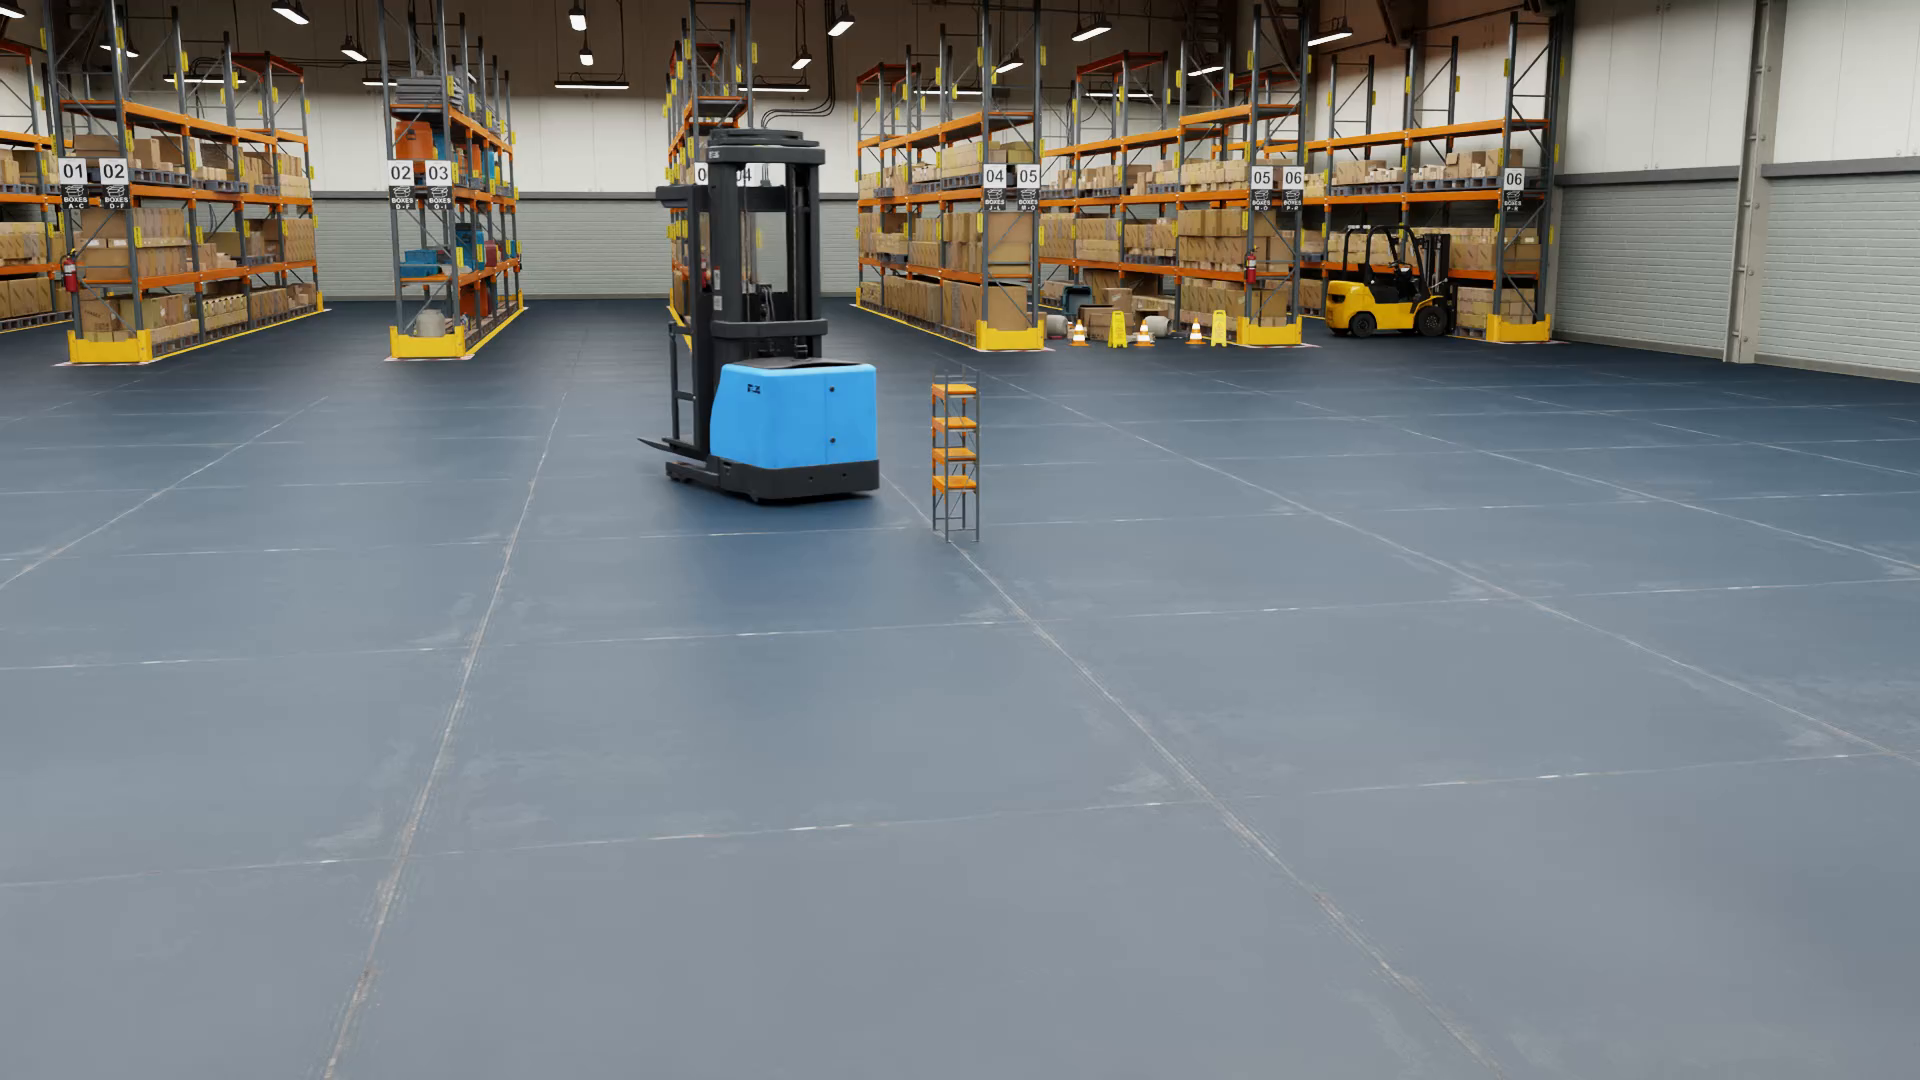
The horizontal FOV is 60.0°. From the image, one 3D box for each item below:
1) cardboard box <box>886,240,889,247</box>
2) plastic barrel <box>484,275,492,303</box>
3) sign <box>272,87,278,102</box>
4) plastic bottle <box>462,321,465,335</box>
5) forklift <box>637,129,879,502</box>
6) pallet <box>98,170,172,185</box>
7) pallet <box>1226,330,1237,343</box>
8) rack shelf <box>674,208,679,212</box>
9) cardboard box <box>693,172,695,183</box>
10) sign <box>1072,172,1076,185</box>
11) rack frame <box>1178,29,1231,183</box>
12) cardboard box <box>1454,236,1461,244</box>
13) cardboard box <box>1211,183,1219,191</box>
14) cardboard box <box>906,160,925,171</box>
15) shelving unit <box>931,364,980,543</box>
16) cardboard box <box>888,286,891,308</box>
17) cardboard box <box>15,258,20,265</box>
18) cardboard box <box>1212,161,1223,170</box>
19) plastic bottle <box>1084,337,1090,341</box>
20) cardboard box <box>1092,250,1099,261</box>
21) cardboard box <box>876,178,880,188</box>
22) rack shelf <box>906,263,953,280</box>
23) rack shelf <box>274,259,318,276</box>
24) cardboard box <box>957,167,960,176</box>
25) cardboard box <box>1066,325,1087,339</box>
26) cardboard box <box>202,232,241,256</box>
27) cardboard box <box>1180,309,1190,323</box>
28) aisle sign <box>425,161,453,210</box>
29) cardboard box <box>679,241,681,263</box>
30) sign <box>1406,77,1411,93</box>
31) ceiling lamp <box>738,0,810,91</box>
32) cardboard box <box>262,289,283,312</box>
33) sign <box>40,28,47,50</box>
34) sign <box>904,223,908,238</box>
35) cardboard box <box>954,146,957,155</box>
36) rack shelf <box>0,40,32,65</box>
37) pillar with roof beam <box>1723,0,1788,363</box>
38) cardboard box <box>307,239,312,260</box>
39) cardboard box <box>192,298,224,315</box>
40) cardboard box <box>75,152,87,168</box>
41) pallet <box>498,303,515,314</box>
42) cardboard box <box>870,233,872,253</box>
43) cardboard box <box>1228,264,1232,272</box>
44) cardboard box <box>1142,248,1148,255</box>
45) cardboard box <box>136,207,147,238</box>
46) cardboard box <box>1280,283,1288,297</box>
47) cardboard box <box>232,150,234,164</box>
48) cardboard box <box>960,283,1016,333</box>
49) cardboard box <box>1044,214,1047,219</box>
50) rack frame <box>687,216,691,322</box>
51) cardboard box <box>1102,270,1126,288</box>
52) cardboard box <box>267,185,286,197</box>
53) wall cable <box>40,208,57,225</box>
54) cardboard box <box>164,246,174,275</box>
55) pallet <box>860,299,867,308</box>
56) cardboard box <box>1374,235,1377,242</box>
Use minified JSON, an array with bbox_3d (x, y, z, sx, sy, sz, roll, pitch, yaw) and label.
[{"bbox_3d":[-1.513,-6.943,38.905,0.380,0.149,0.250,-2,11,-12],"label":"cardboard box"},{"bbox_3d":[-10.961,-5.693,38.073,0.600,0.901,0.708,-2,11,-11],"label":"plastic barrel"},{"bbox_3d":[-15.504,-10.073,37.632,0.100,0.325,0.005,-2,11,-11],"label":"sign"},{"bbox_3d":[-8.968,-3.829,29.913,0.097,0.271,0.097,0,11,0],"label":"plastic bottle"},{"bbox_3d":[-1.890,-1.968,14.196,1.130,2.935,3.031,-7,13,-33],"label":"forklift"},{"bbox_3d":[-14.066,-6.152,28.212,1.003,0.211,1.213,-2,11,-11],"label":"pallet"},{"bbox_3d":[5.587,-3.882,31.526,1.003,0.211,1.213,-2,11,-11],"label":"pallet"},{"bbox_3d":[-5.941,-7.681,37.932,1.077,0.370,4.000,-2,11,-11],"label":"rack shelf"},{"bbox_3d":[-4.339,-6.206,28.658,0.500,0.250,0.500,-2,11,-10],"label":"cardboard box"},{"bbox_3d":[2.847,-9.034,41.522,0.100,0.325,0.005,-2,11,-11],"label":"sign"},{"bbox_3d":[4.947,-8.768,33.696,1.000,3.000,0.127,-2,11,-11],"label":"rack frame"},{"bbox_3d":[9.977,-5.924,32.796,0.380,0.149,0.250,-2,11,-11],"label":"cardboard box"},{"bbox_3d":[5.039,-6.773,31.907,0.380,0.149,0.250,-2,11,-12],"label":"cardboard box"},{"bbox_3d":[-1.000,-8.319,37.047,0.396,0.266,0.258,-2,11,-11],"label":"cardboard box"},{"bbox_3d":[-0.032,-0.620,11.744,0.258,1.200,0.503,-2,11,-11],"label":"shelving unit"},{"bbox_3d":[-1.457,-5.826,39.845,0.500,0.500,0.500,-2,11,-8],"label":"cardboard box"},{"bbox_3d":[-20.318,-5.938,35.492,0.380,0.149,0.250,-2,11,-9],"label":"cardboard box"},{"bbox_3d":[5.038,-7.160,31.812,0.380,0.149,0.250,-2,11,-10],"label":"cardboard box"},{"bbox_3d":[2.358,-3.849,31.757,0.133,0.061,0.283,-6,13,-31],"label":"plastic bottle"},{"bbox_3d":[3.492,-6.843,40.026,0.500,0.250,0.500,-2,11,-12],"label":"cardboard box"},{"bbox_3d":[-1.784,-8.810,41.005,0.500,0.250,0.500,-3,11,-14],"label":"cardboard box"},{"bbox_3d":[-0.278,-5.636,35.208,1.077,0.370,4.000,-2,11,-11],"label":"rack shelf"},{"bbox_3d":[-16.437,-6.582,40.177,1.077,0.370,4.000,-2,11,-11],"label":"rack shelf"},{"bbox_3d":[0.144,-6.870,31.027,0.380,0.149,0.250,-2,11,-10],"label":"cardboard box"},{"bbox_3d":[2.252,-4.031,32.165,0.396,0.266,0.258,0,11,-1],"label":"cardboard box"},{"bbox_3d":[-15.503,-6.201,34.865,0.700,0.500,0.500,-6,12,-30],"label":"cardboard box"},{"bbox_3d":[4.797,-4.558,33.854,0.500,0.250,0.500,-3,11,-14],"label":"cardboard box"},{"bbox_3d":[-8.553,-5.821,27.306,0.394,0.787,0.004,-2,11,-11],"label":"aisle sign"},{"bbox_3d":[-6.086,-6.512,37.618,0.500,0.500,0.500,-2,11,-13],"label":"cardboard box"},{"bbox_3d":[9.285,-9.425,34.438,0.100,0.325,0.005,-2,11,-11],"label":"sign"},{"bbox_3d":[-5.143,-14.060,45.891,2.000,3.185,0.800,-2,11,-11],"label":"ceiling lamp"},{"bbox_3d":[-15.583,-5.385,37.477,0.500,0.500,0.500,-2,11,-11],"label":"cardboard box"},{"bbox_3d":[-14.249,-7.795,25.874,0.100,0.325,0.005,-2,11,-11],"label":"sign"},{"bbox_3d":[-1.197,-6.864,36.854,0.100,0.325,0.005,-2,11,-11],"label":"sign"},{"bbox_3d":[0.097,-7.307,31.192,0.380,0.149,0.250,-2,11,-11],"label":"cardboard box"},{"bbox_3d":[-20.517,-10.247,34.501,1.077,0.370,4.000,-2,11,-11],"label":"rack shelf"},{"bbox_3d":[8.286,-7.119,25.032,9.100,9.000,0.400,-2,11,-11],"label":"pillar with roof beam"},{"bbox_3d":[-16.367,-7.184,41.149,0.500,0.500,0.500,-2,11,-11],"label":"cardboard box"},{"bbox_3d":[-14.522,-4.504,32.067,0.500,0.311,0.500,-2,11,-13],"label":"cardboard box"},{"bbox_3d":[-14.196,-6.244,27.360,0.500,0.250,0.500,-2,11,-11],"label":"cardboard box"},{"bbox_3d":[-11.610,-5.735,41.266,1.003,0.211,1.213,-2,11,-11],"label":"pallet"},{"bbox_3d":[-2.011,-7.550,42.277,0.500,0.500,0.500,-2,11,-11],"label":"cardboard box"},{"bbox_3d":[5.255,-5.115,31.219,0.380,0.149,0.250,-2,11,-12],"label":"cardboard box"},{"bbox_3d":[4.237,-6.374,36.709,0.380,0.149,0.250,-1,11,-8],"label":"cardboard box"},{"bbox_3d":[-13.910,-5.246,27.498,0.700,0.500,0.500,-2,11,-12],"label":"cardboard box"},{"bbox_3d":[8.339,-6.162,41.610,0.500,0.500,0.500,-2,11,-13],"label":"cardboard box"},{"bbox_3d":[-15.447,-8.022,34.858,0.500,0.500,0.500,-2,11,-11],"label":"cardboard box"},{"bbox_3d":[0.519,-4.335,31.007,0.875,0.875,0.875,-2,11,-12],"label":"cardboard box"},{"bbox_3d":[2.469,-8.708,44.750,0.380,0.149,0.250,-2,11,-9],"label":"cardboard box"},{"bbox_3d":[-4.774,-5.461,32.363,1.000,3.000,0.127,-2,11,-11],"label":"rack frame"},{"bbox_3d":[3.947,-6.010,39.812,0.875,0.875,0.875,-2,11,-10],"label":"cardboard box"},{"bbox_3d":[-15.899,-8.066,38.432,0.500,0.250,0.500,-2,11,-11],"label":"cardboard box"},{"bbox_3d":[-22.861,-7.821,42.045,0.084,1.984,1.851,-2,11,-11],"label":"wall cable"},{"bbox_3d":[-14.196,-4.880,29.047,0.700,0.500,0.500,-2,11,-10],"label":"cardboard box"},{"bbox_3d":[-2.085,-6.289,44.175,1.003,0.211,1.213,-2,11,-11],"label":"pallet"},{"bbox_3d":[9.296,-6.612,36.409,0.380,0.149,0.250,-2,11,-12],"label":"cardboard box"}]
